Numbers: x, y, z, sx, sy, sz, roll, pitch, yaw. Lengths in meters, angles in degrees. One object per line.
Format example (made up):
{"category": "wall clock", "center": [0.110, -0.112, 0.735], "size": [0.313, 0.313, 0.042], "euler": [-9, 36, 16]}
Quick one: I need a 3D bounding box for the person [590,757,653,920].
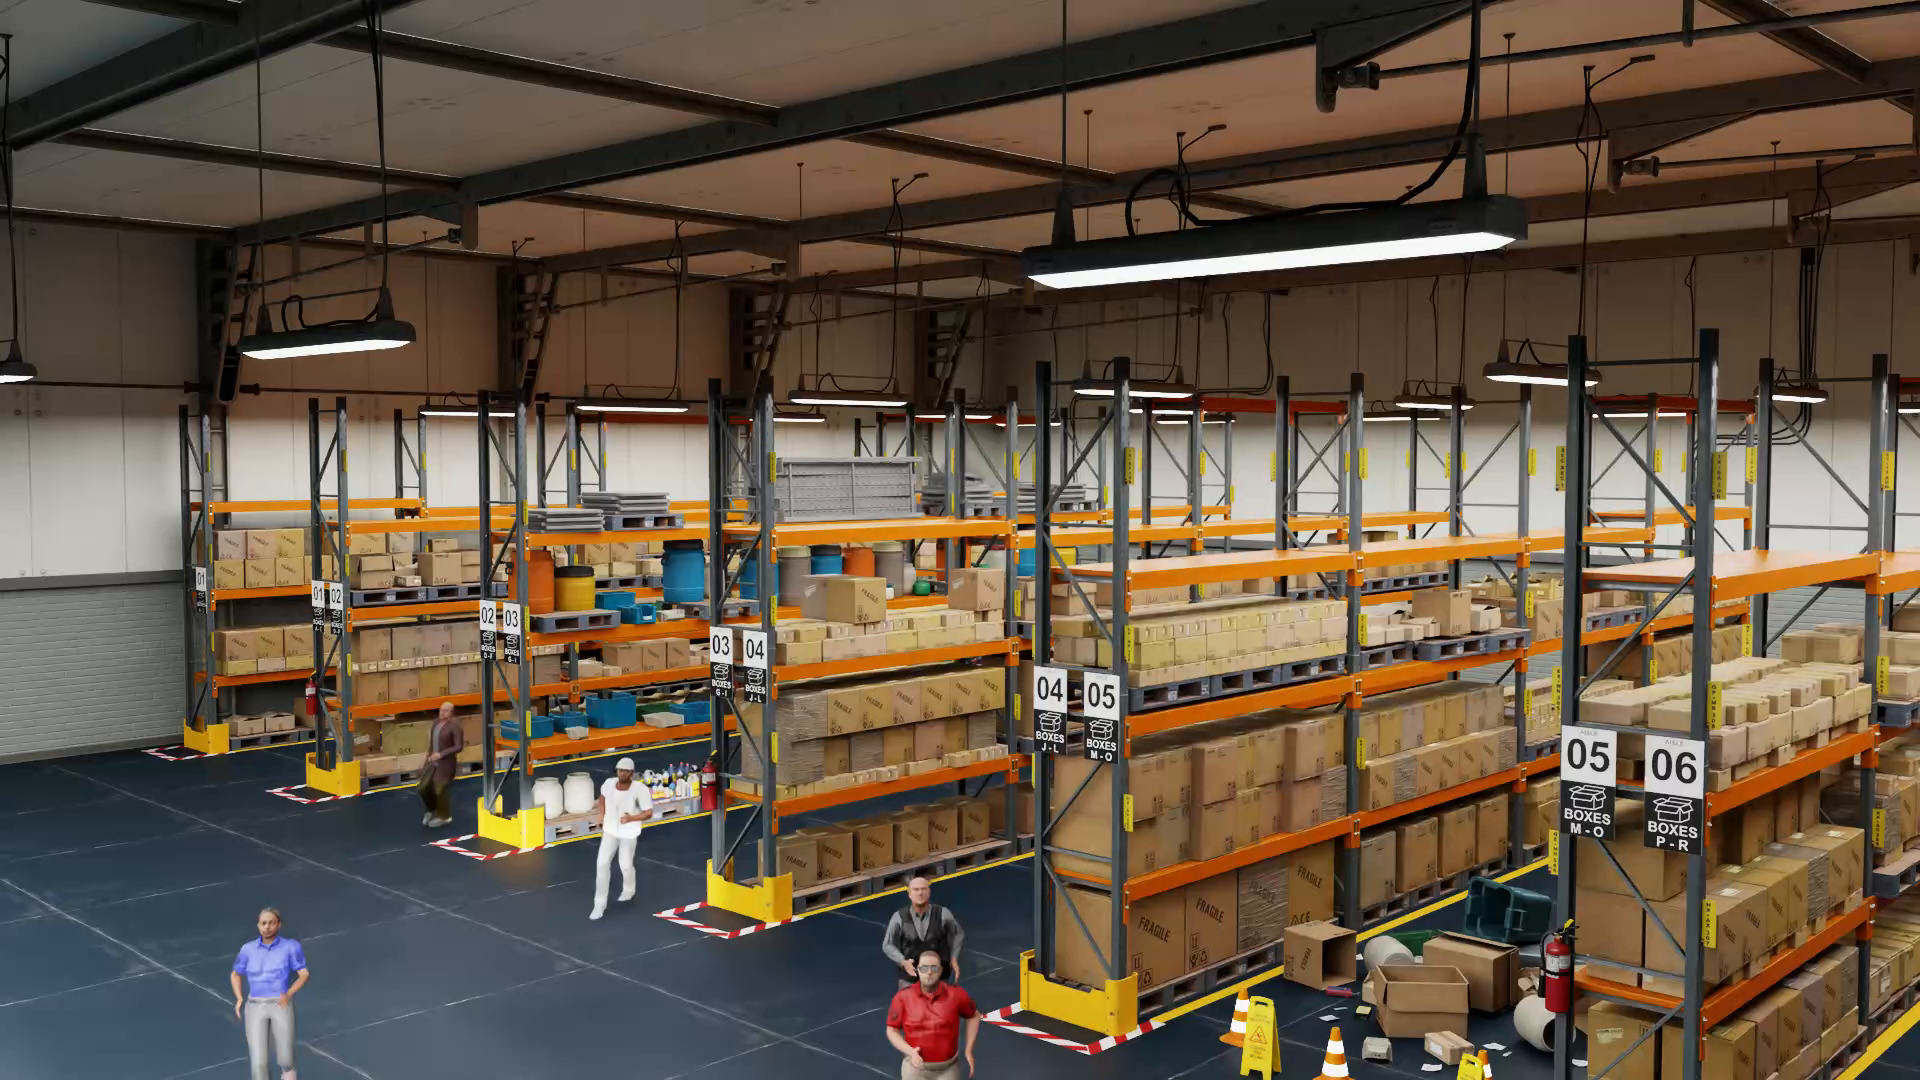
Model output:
{"category": "person", "center": [-3.771, 3.319, 18.721], "size": [0.687, 1.796, 0.835], "euler": [0, 3, 6]}

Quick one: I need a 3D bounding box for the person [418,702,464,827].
{"category": "person", "center": [-7.123, 3.120, 22.863], "size": [0.702, 1.685, 0.636], "euler": [1, 3, 21]}

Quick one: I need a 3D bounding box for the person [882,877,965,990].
{"category": "person", "center": [-0.302, 3.603, 13.626], "size": [0.676, 1.673, 0.595], "euler": [0, 3, 1]}

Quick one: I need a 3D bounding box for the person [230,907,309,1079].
{"category": "person", "center": [-5.399, 3.676, 13.000], "size": [0.581, 1.597, 0.700], "euler": [-1, 3, -16]}

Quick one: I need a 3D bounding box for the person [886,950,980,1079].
{"category": "person", "center": [-0.195, 3.707, 11.526], "size": [0.651, 1.687, 0.603], "euler": [0, 3, 3]}
